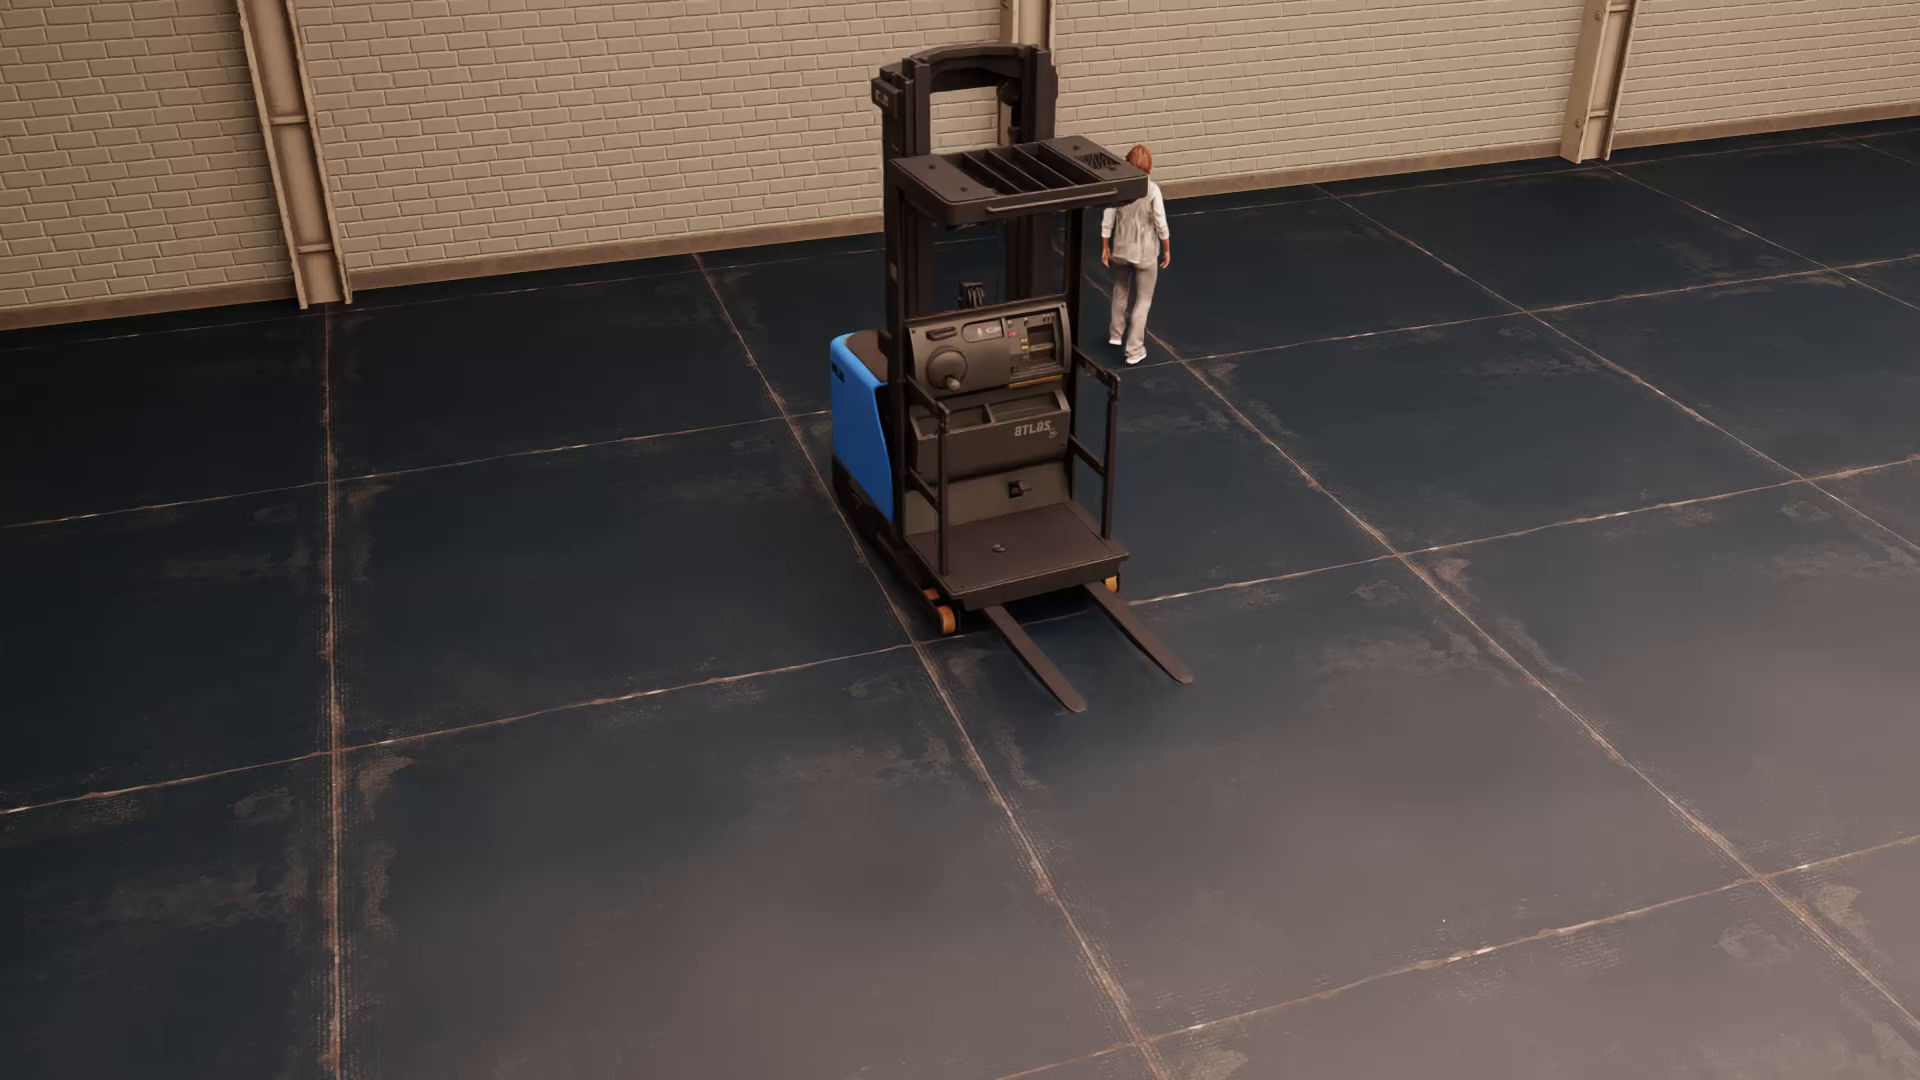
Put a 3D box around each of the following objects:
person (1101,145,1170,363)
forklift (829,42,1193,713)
[{"bbox_3d":[1.287,-2.076,12.087,0.497,1.625,0.499,14,33,23],"label":"person"},{"bbox_3d":[0.256,-0.993,8.813,1.130,2.935,3.031,-12,32,-20],"label":"forklift"}]
